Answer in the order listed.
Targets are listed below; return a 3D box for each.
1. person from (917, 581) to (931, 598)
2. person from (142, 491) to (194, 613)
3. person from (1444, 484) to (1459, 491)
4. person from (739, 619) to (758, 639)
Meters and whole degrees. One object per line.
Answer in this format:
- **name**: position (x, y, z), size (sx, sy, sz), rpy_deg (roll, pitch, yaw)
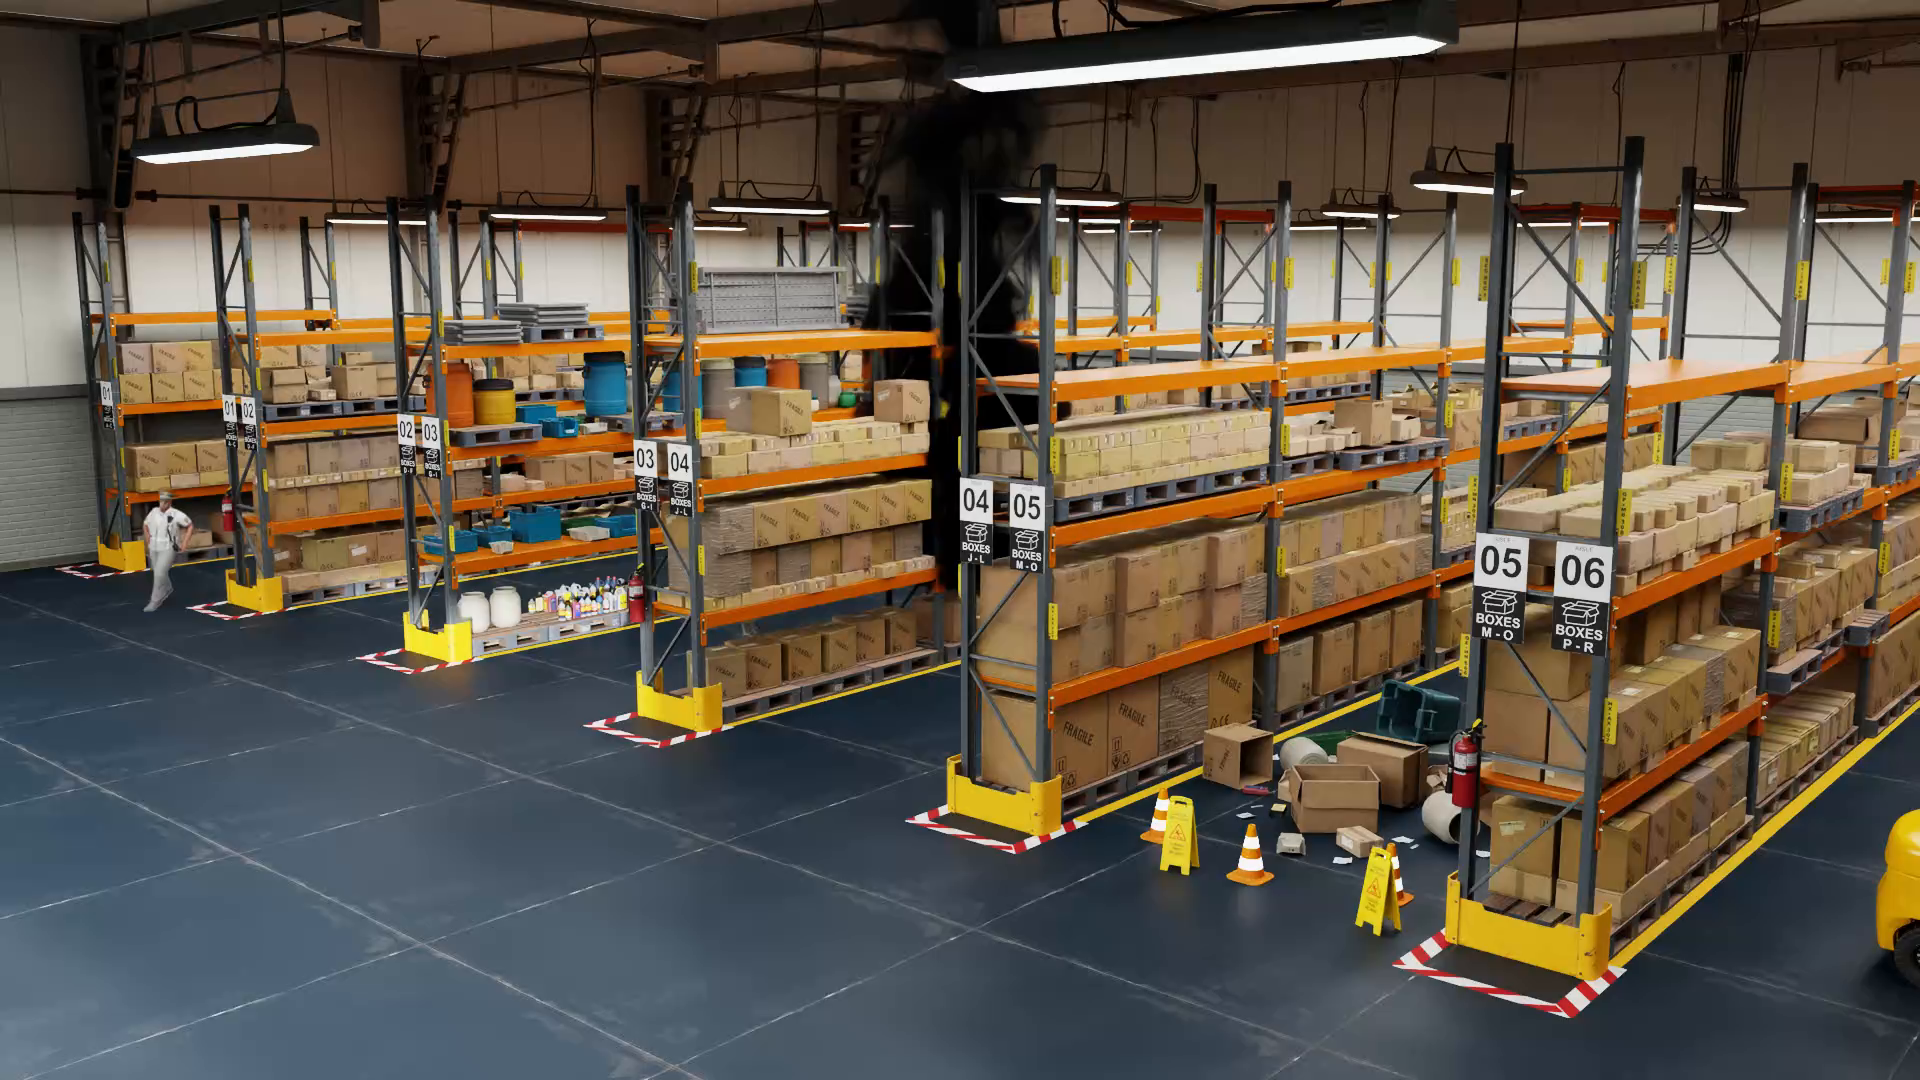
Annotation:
- **person**: position (-0.427, 0.041, 24.352), size (0.579, 1.671, 0.784), rpy_deg (7, 12, 34)
- **person**: position (-11.988, 0.141, 25.098), size (0.723, 1.790, 0.863), rpy_deg (1, 10, 9)
- **person**: position (7.836, -0.039, 26.416), size (0.621, 1.738, 0.873), rpy_deg (9, 13, 42)
- **person**: position (-2.811, 0.515, 21.275), size (0.677, 1.834, 0.651), rpy_deg (7, 12, 37)
